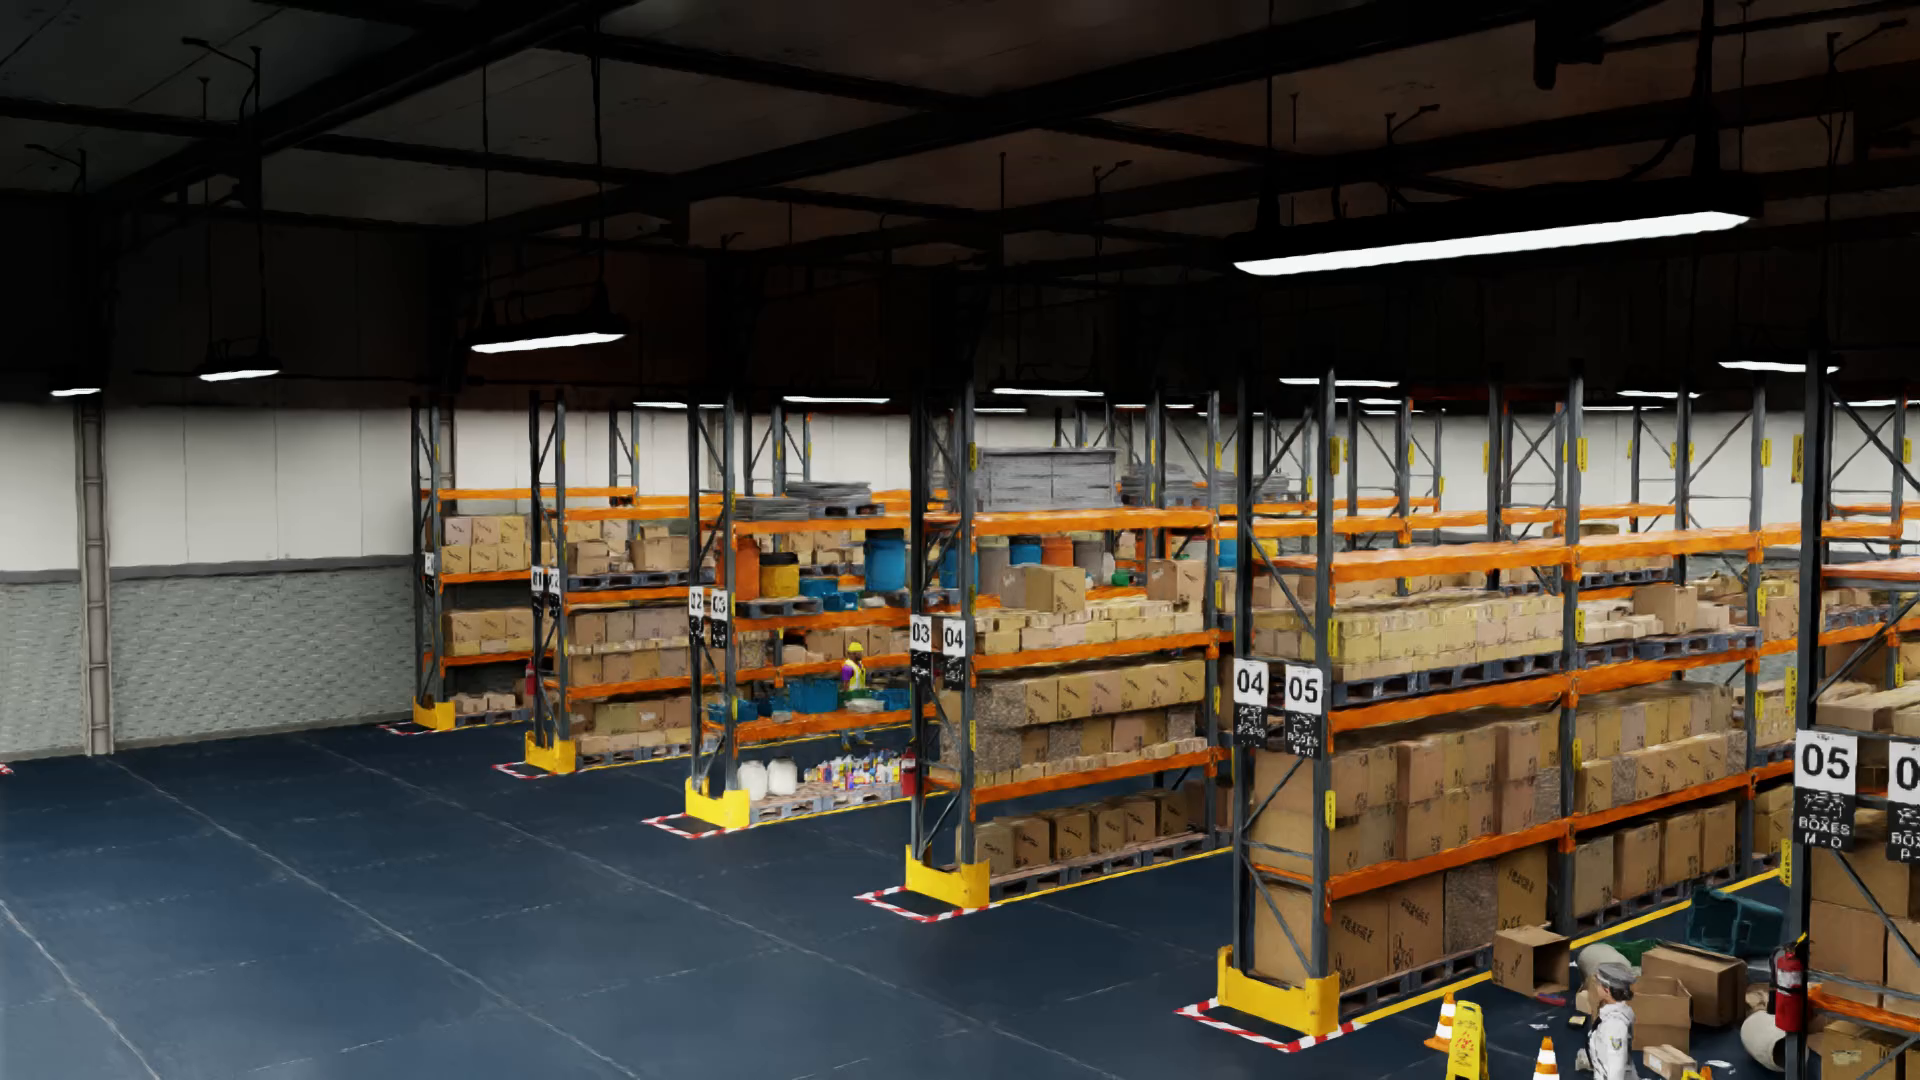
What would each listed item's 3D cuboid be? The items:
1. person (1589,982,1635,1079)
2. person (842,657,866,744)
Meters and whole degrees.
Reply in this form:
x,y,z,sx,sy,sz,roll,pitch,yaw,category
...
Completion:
x,y,z,sx,sy,sz,roll,pitch,yaw,category
4.447,3.694,11.094,0.522,1.646,0.569,1,4,23,person
-1.781,2.701,28.005,0.352,1.460,0.468,2,4,24,person
